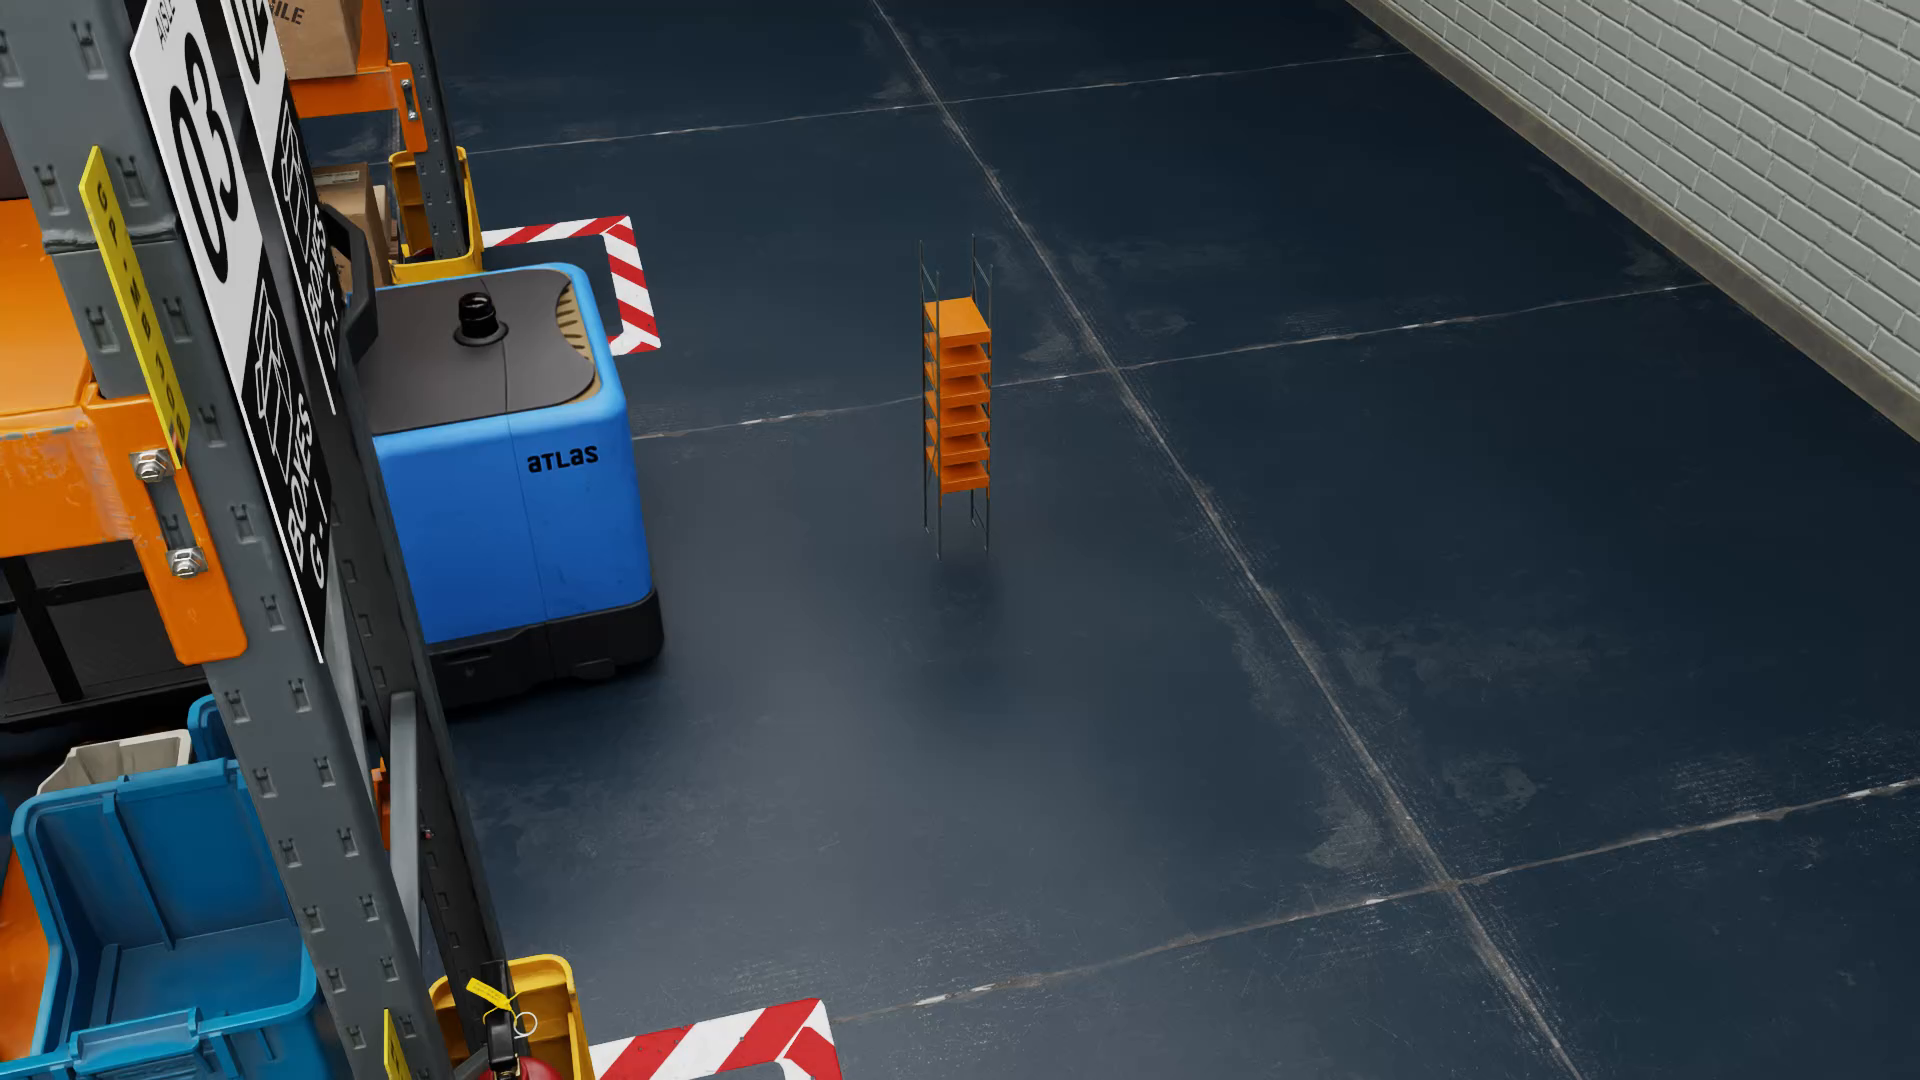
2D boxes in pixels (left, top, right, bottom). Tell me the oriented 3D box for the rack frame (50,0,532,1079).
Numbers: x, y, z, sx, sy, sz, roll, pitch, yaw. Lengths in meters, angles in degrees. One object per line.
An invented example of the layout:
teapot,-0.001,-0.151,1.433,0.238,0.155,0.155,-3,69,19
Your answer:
rack frame,-0.999,0.598,2.999,0.127,3.000,1.000,-9,38,-12

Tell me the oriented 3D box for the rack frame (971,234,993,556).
rack frame,0.074,-0.489,5.901,0.006,1.200,0.240,-9,38,-12

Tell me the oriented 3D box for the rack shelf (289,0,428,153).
rack shelf,-4.217,-1.705,6.603,4.000,0.370,1.077,-9,38,-12

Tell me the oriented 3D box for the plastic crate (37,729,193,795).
plastic crate,-1.654,0.527,3.260,0.298,0.136,0.250,-9,38,-12

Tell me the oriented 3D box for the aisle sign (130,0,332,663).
aisle sign,-0.853,-0.274,2.000,0.004,0.787,0.394,-9,38,-12

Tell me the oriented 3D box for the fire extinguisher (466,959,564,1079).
fire extinguisher,-0.735,1.020,2.819,0.183,0.674,0.296,-9,38,-12

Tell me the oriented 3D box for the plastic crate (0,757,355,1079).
plastic crate,-1.273,0.723,2.758,0.499,0.435,0.616,-9,38,-12

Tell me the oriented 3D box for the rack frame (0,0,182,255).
rack frame,-0.999,-1.785,1.177,0.127,3.000,1.000,-9,38,-12

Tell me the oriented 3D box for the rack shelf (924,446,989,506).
rack shelf,-0.014,-0.248,6.055,0.180,0.103,0.258,-9,38,-12

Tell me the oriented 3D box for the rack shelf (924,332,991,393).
rack shelf,-0.014,-0.630,5.764,0.180,0.103,0.258,-9,38,-12

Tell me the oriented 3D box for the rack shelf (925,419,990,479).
rack shelf,-0.014,-0.344,5.982,0.180,0.103,0.258,-9,38,-12

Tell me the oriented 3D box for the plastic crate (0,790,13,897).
plastic crate,-1.959,0.591,3.097,0.300,0.233,0.416,-9,38,-12

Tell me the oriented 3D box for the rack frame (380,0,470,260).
rack frame,-2.287,-2.308,6.798,0.127,3.000,1.000,-9,38,-12

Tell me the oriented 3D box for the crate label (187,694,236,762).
crate label,-1.323,0.487,3.233,0.303,0.233,0.416,-9,38,-12

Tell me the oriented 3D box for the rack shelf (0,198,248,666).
rack shelf,-2.930,0.009,1.892,4.000,0.370,1.077,-9,38,-12

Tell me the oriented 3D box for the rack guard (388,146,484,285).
rack guard,-2.360,-1.303,7.542,0.348,0.500,1.175,-9,38,-12

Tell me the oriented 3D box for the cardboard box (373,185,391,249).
cardboard box,-2.780,-1.486,7.708,0.250,0.149,0.380,-9,38,-12

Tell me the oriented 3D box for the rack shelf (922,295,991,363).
rack shelf,-0.014,-0.725,5.691,0.180,0.103,0.258,-9,38,-12

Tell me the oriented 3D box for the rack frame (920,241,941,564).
rack frame,-0.102,-0.460,5.864,0.006,1.200,0.240,-9,38,-12

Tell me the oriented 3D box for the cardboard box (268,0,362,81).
cardboard box,-2.648,-2.117,6.466,0.500,0.500,0.500,-8,38,-11

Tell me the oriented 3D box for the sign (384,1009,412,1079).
sign,-0.840,0.853,2.531,0.005,0.325,0.100,-9,38,-12

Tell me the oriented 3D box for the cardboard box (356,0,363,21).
cardboard box,-2.784,-2.432,6.878,0.500,0.500,0.500,-9,38,-11

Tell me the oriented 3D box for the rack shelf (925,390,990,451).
rack shelf,-0.014,-0.439,5.909,0.180,0.103,0.258,-9,38,-12

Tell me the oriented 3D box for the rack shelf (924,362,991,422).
rack shelf,-0.014,-0.534,5.837,0.180,0.103,0.258,-9,38,-12

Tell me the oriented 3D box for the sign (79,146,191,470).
sign,-0.840,-0.232,1.701,0.005,0.325,0.100,-9,38,-12

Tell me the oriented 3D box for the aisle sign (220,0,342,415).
aisle sign,-1.007,-0.620,2.452,0.004,0.787,0.394,-9,38,-12

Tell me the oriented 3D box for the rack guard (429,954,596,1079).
rack guard,-0.979,1.580,3.774,0.348,0.500,1.175,-9,38,-12

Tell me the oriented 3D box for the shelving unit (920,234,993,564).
shelving unit,-0.014,-0.474,5.882,0.189,1.200,0.258,-9,38,-12

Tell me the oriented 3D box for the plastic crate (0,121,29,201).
plastic crate,-1.443,-0.644,2.262,0.590,0.269,0.497,-9,38,-12

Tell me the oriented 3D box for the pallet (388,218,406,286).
pallet,-3.129,-1.061,7.464,1.213,0.211,1.003,-9,38,-12

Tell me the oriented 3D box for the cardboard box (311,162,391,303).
cardboard box,-2.747,-1.259,7.123,0.500,0.500,0.500,-9,38,-12

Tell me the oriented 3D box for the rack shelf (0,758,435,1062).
rack shelf,-2.930,1.201,2.804,4.000,0.370,1.077,-9,38,-12

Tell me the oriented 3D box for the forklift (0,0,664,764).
forklift,-2.586,-0.734,4.797,3.031,2.935,1.130,-11,39,-14
